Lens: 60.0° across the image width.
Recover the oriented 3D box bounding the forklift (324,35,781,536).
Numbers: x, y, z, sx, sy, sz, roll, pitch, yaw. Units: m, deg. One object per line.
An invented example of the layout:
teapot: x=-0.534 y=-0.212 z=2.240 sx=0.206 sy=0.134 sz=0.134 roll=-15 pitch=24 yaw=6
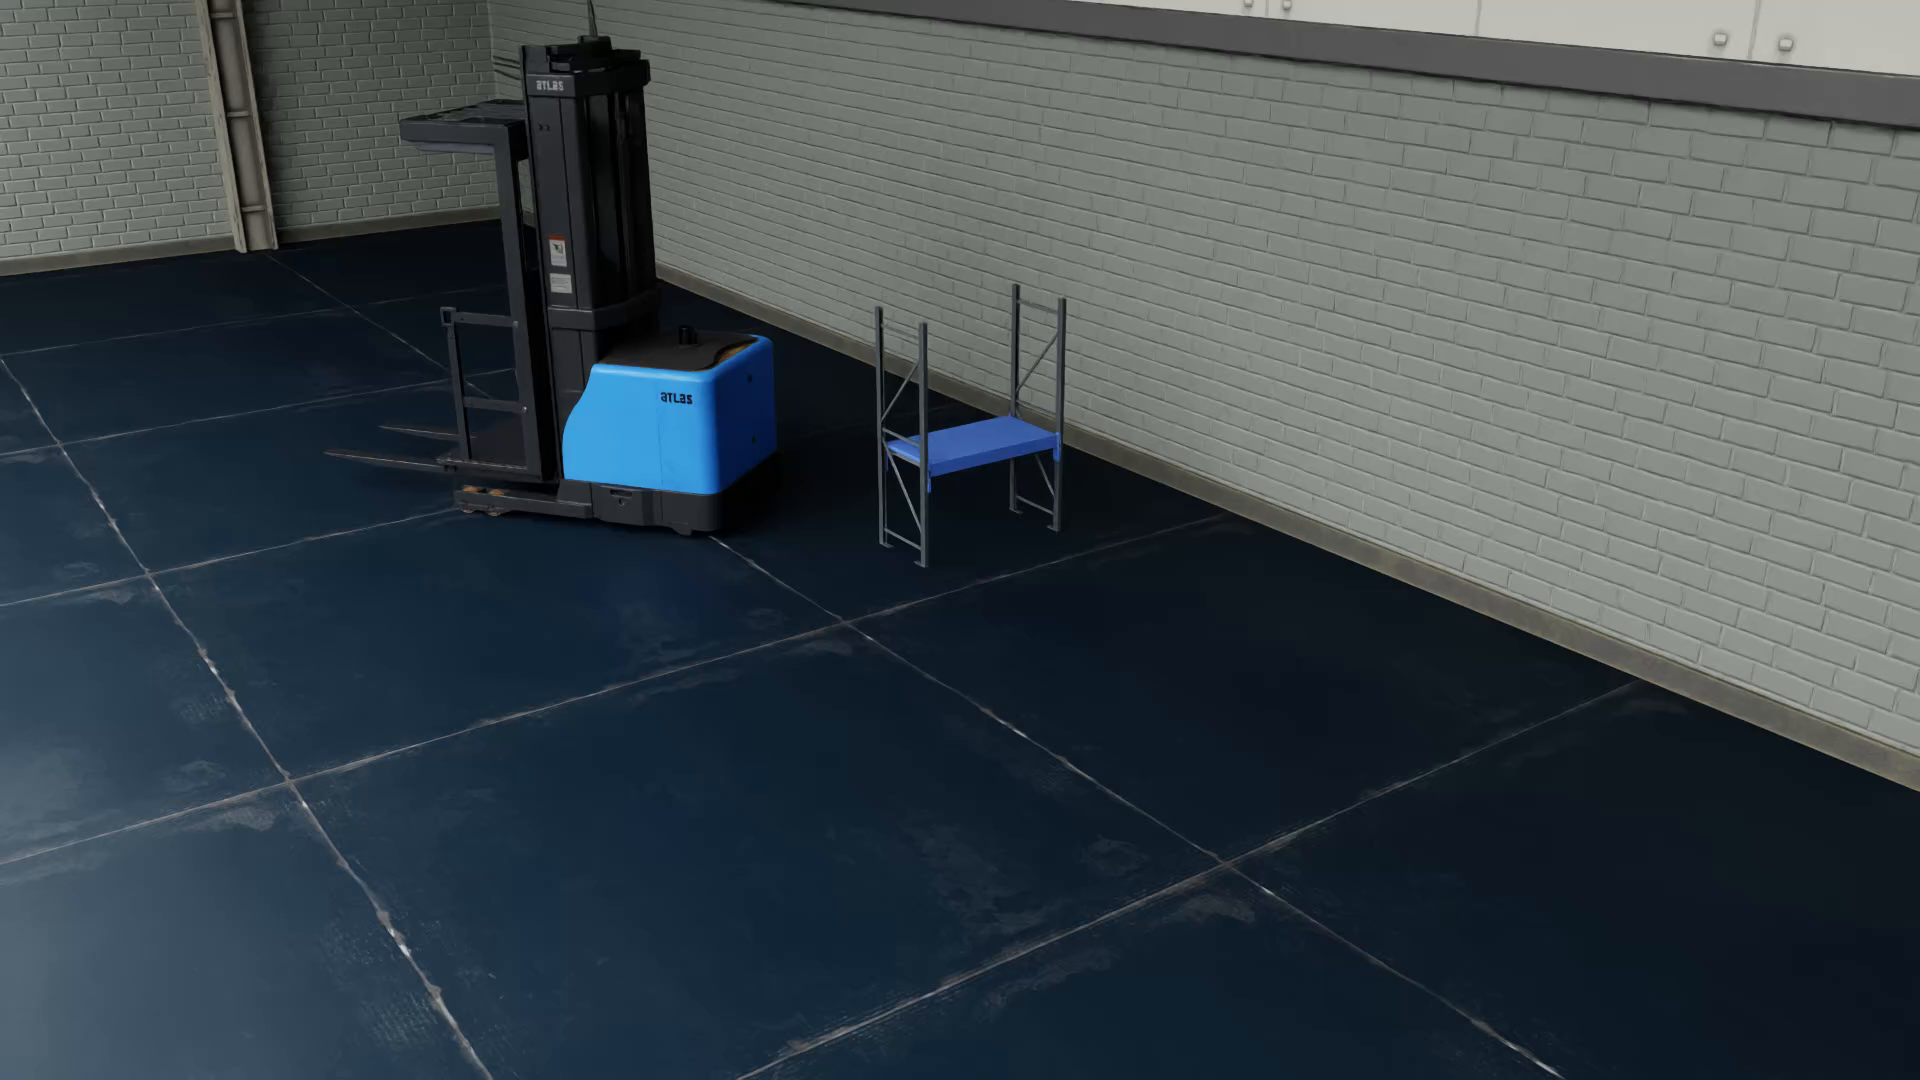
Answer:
forklift: x=-2.779 y=-1.694 z=10.686 sx=3.031 sy=2.935 sz=1.130 roll=7 pitch=23 yaw=17

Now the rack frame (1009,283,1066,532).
rack frame: x=0.482 y=-0.825 z=10.440 sx=0.032 sy=1.500 sz=0.500 roll=-15 pitch=26 yaw=-33

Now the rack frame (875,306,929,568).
rack frame: x=-0.343 y=-0.605 z=9.889 sx=0.032 sy=1.500 sz=0.500 roll=-15 pitch=26 yaw=-33

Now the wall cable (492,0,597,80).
wall cable: x=-4.670 y=-6.224 z=18.042 sx=0.112 sy=2.526 sz=3.097 roll=-15 pitch=26 yaw=-33

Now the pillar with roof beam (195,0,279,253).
pillar with roof beam: x=-5.319 y=-6.131 z=13.620 sx=0.400 sy=9.000 sz=9.100 roll=-15 pitch=26 yaw=-33

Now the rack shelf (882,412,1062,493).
rack shelf: x=0.069 y=-0.548 z=10.231 sx=1.000 sy=0.185 sz=0.538 roll=-15 pitch=26 yaw=-33

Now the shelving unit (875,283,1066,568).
shelving unit: x=0.069 y=-0.715 z=10.165 sx=1.048 sy=1.500 sz=0.538 roll=-15 pitch=26 yaw=-33
